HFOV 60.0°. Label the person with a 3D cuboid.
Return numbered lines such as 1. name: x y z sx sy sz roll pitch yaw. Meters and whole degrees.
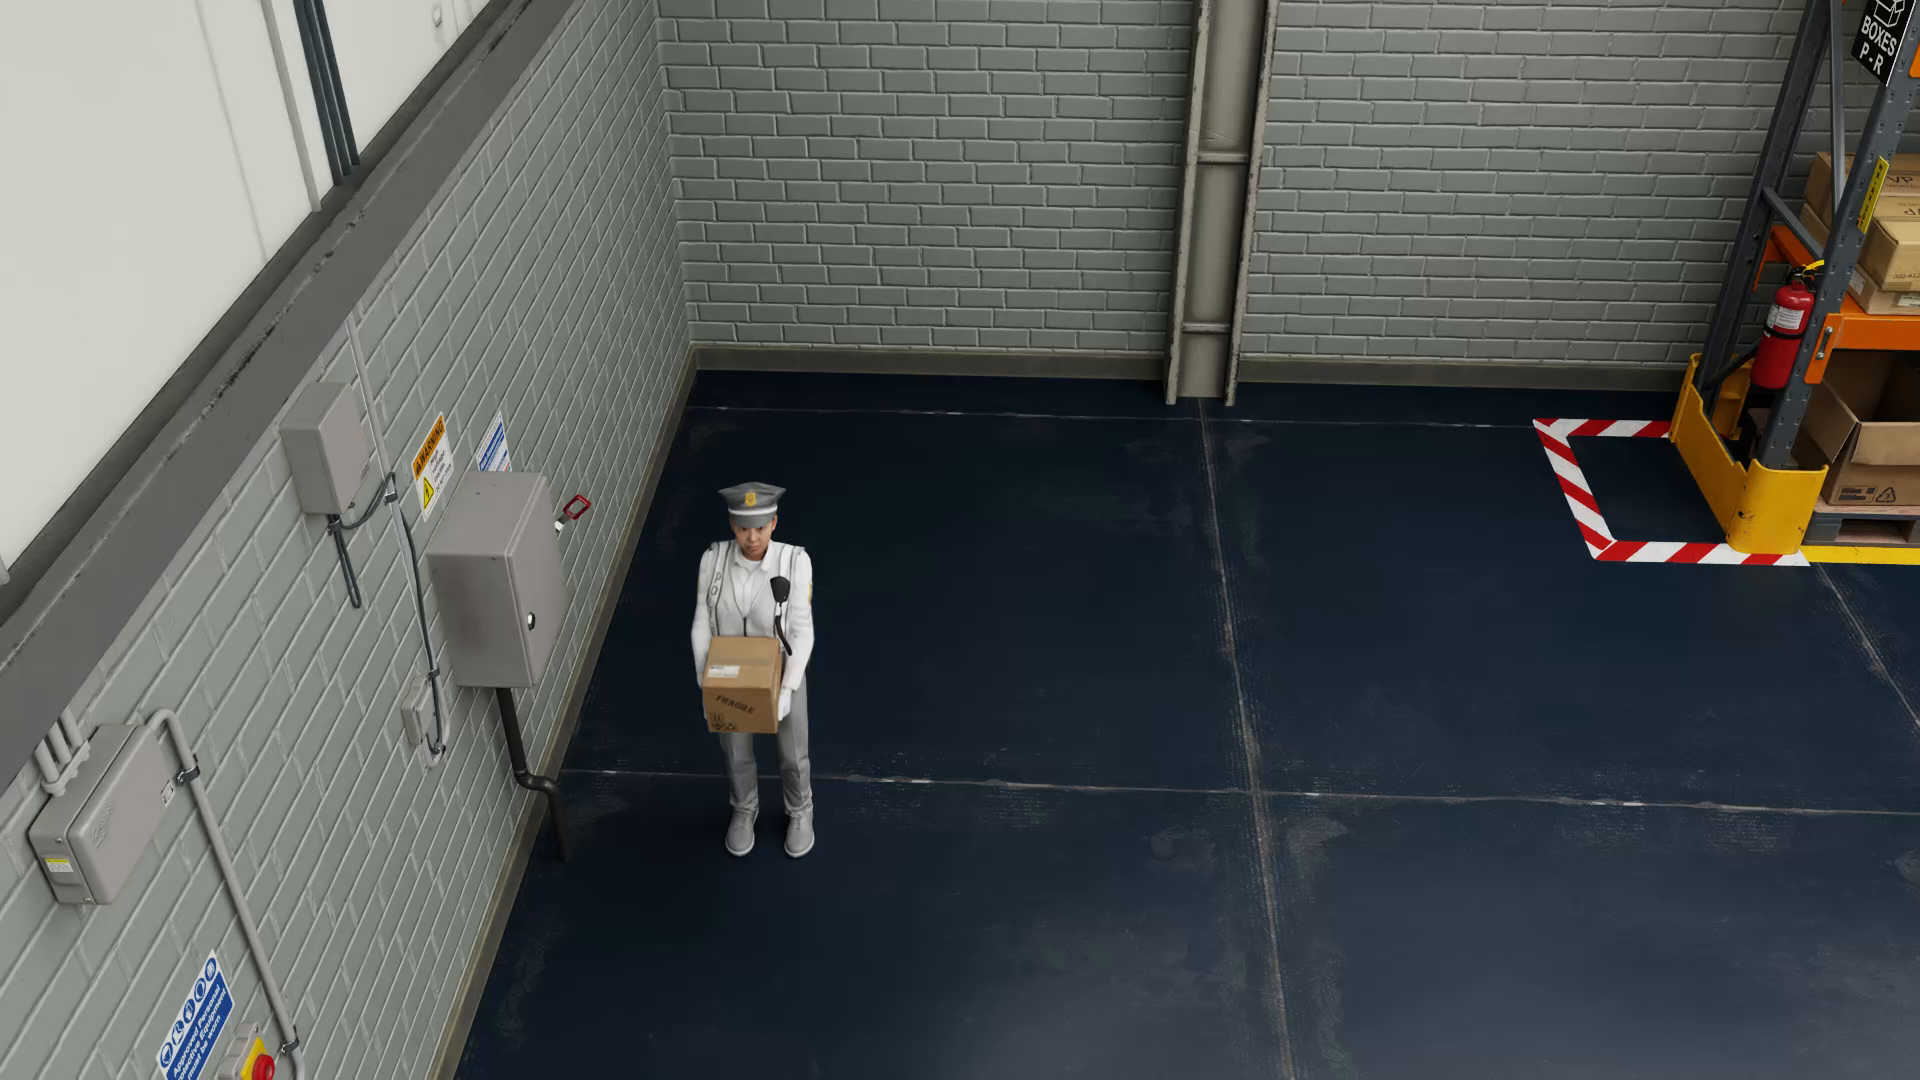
1. person: -0.775 0.668 6.388 0.460 1.429 0.505 2 36 2
